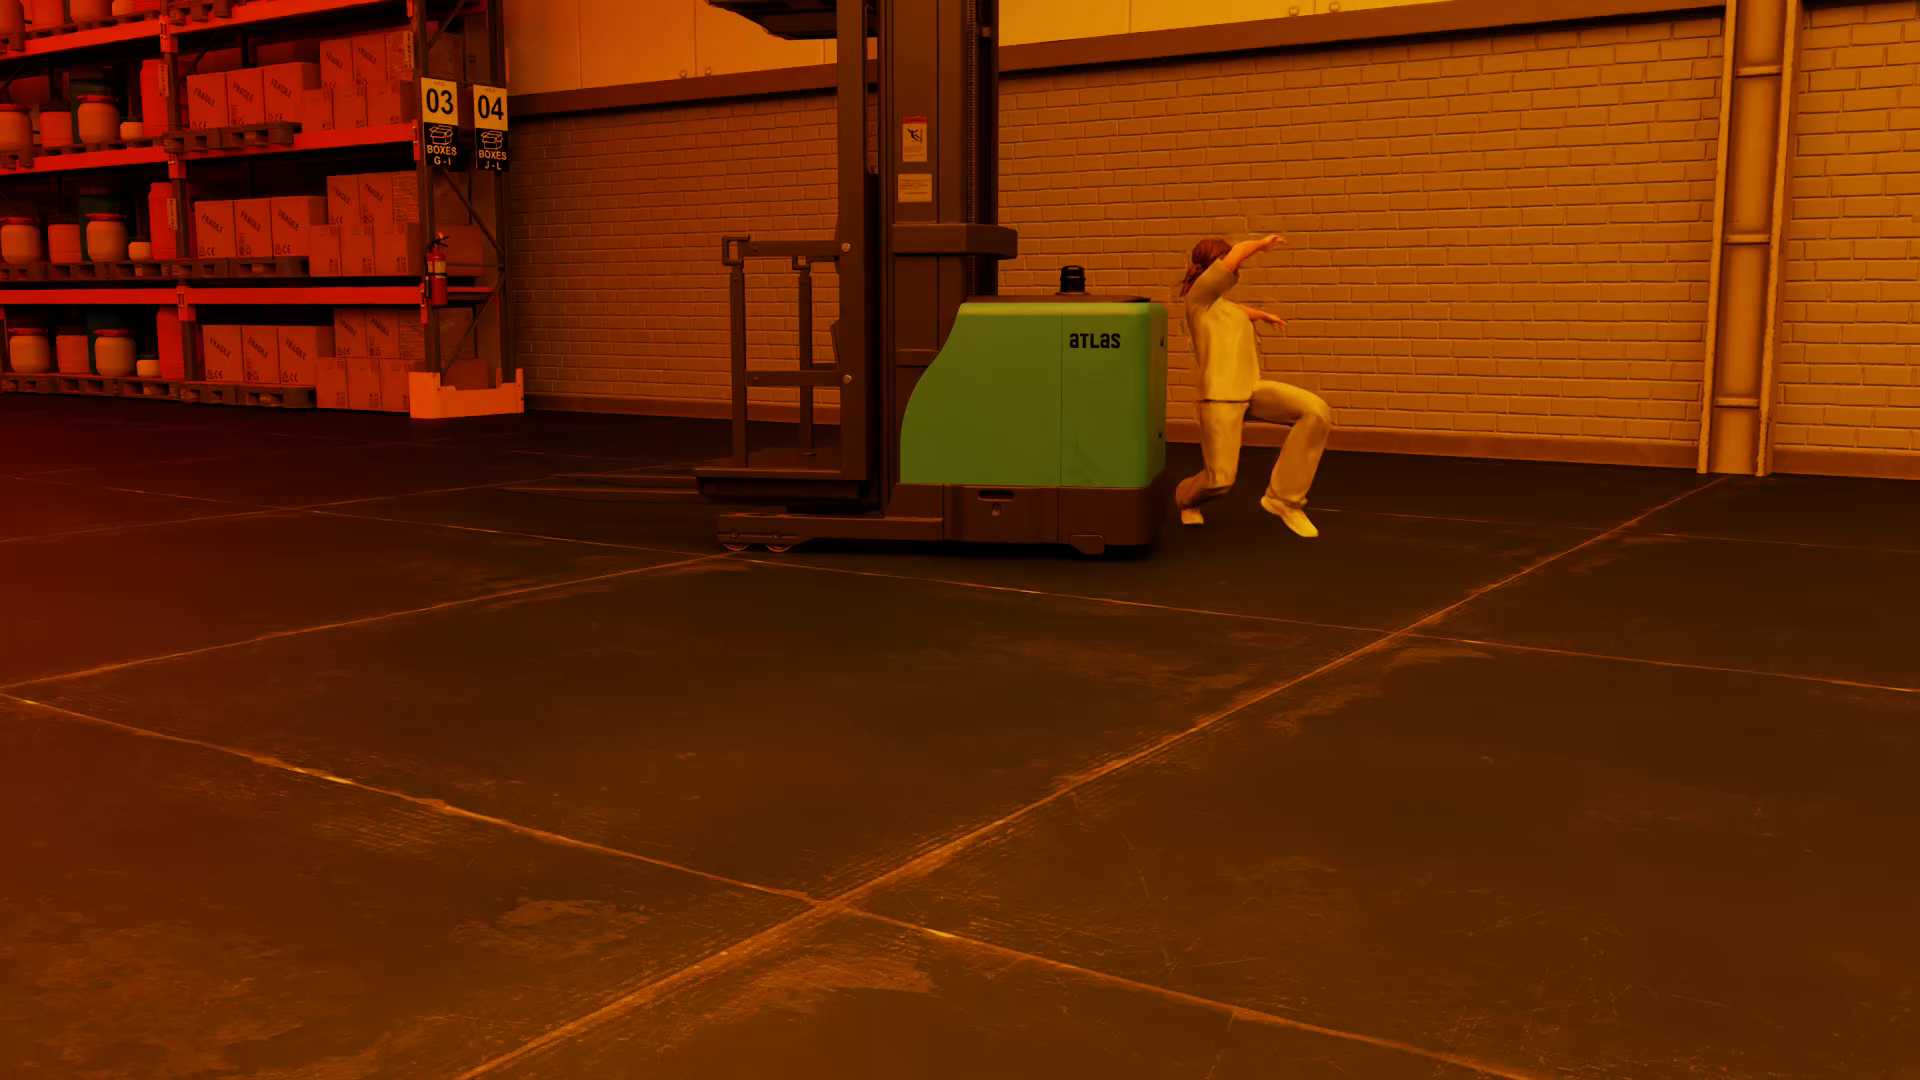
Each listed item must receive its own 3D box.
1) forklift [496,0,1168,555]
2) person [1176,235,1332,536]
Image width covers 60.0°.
[{"bbox_3d":[-0.596,-1.469,7.520,3.031,2.935,1.130,2,8,12],"label":"forklift"},{"bbox_3d":[1.518,-0.756,8.020,0.962,1.402,0.880,-7,11,-41],"label":"person"}]
